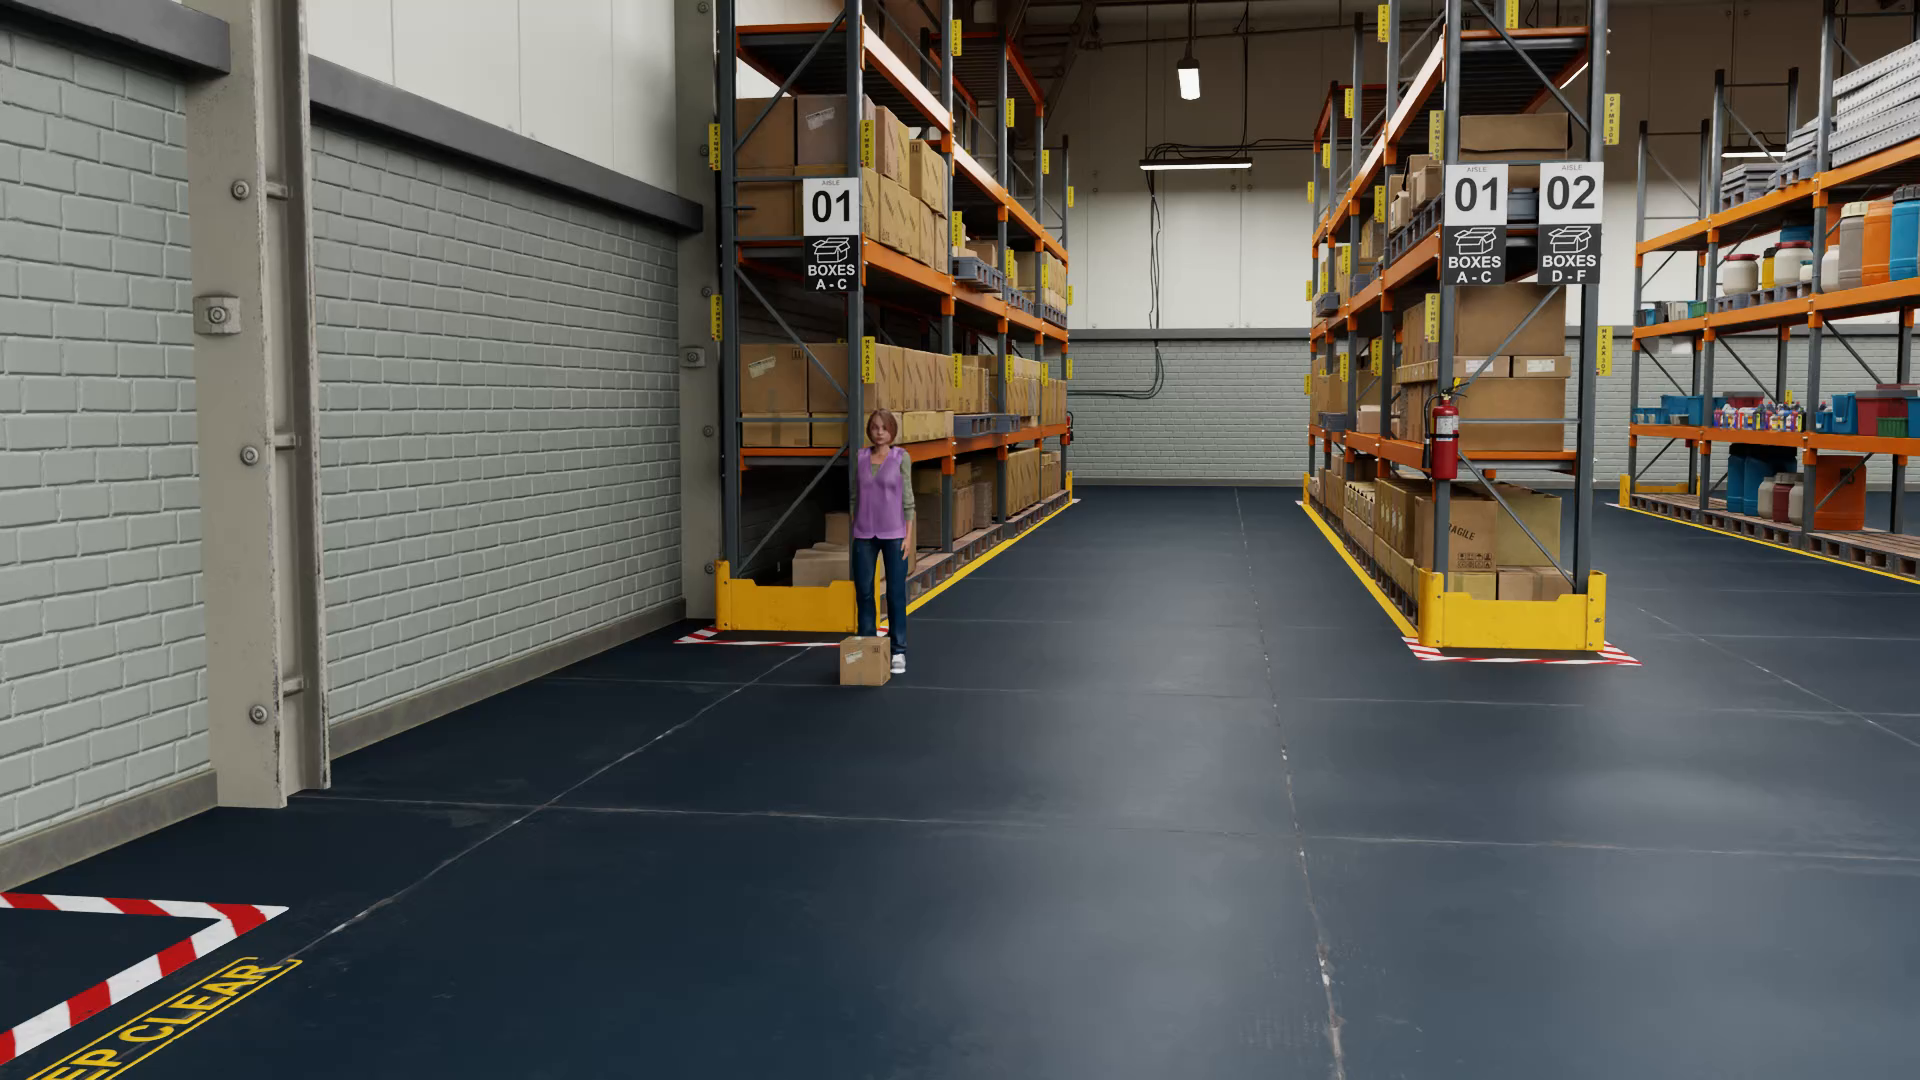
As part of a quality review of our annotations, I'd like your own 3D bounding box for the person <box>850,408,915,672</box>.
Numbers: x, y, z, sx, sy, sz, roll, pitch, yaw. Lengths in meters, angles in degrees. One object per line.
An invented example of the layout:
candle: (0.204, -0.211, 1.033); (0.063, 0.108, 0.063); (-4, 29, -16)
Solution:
person: (-0.475, 0.002, 10.132); (0.407, 1.605, 0.304); (1, 5, 10)
